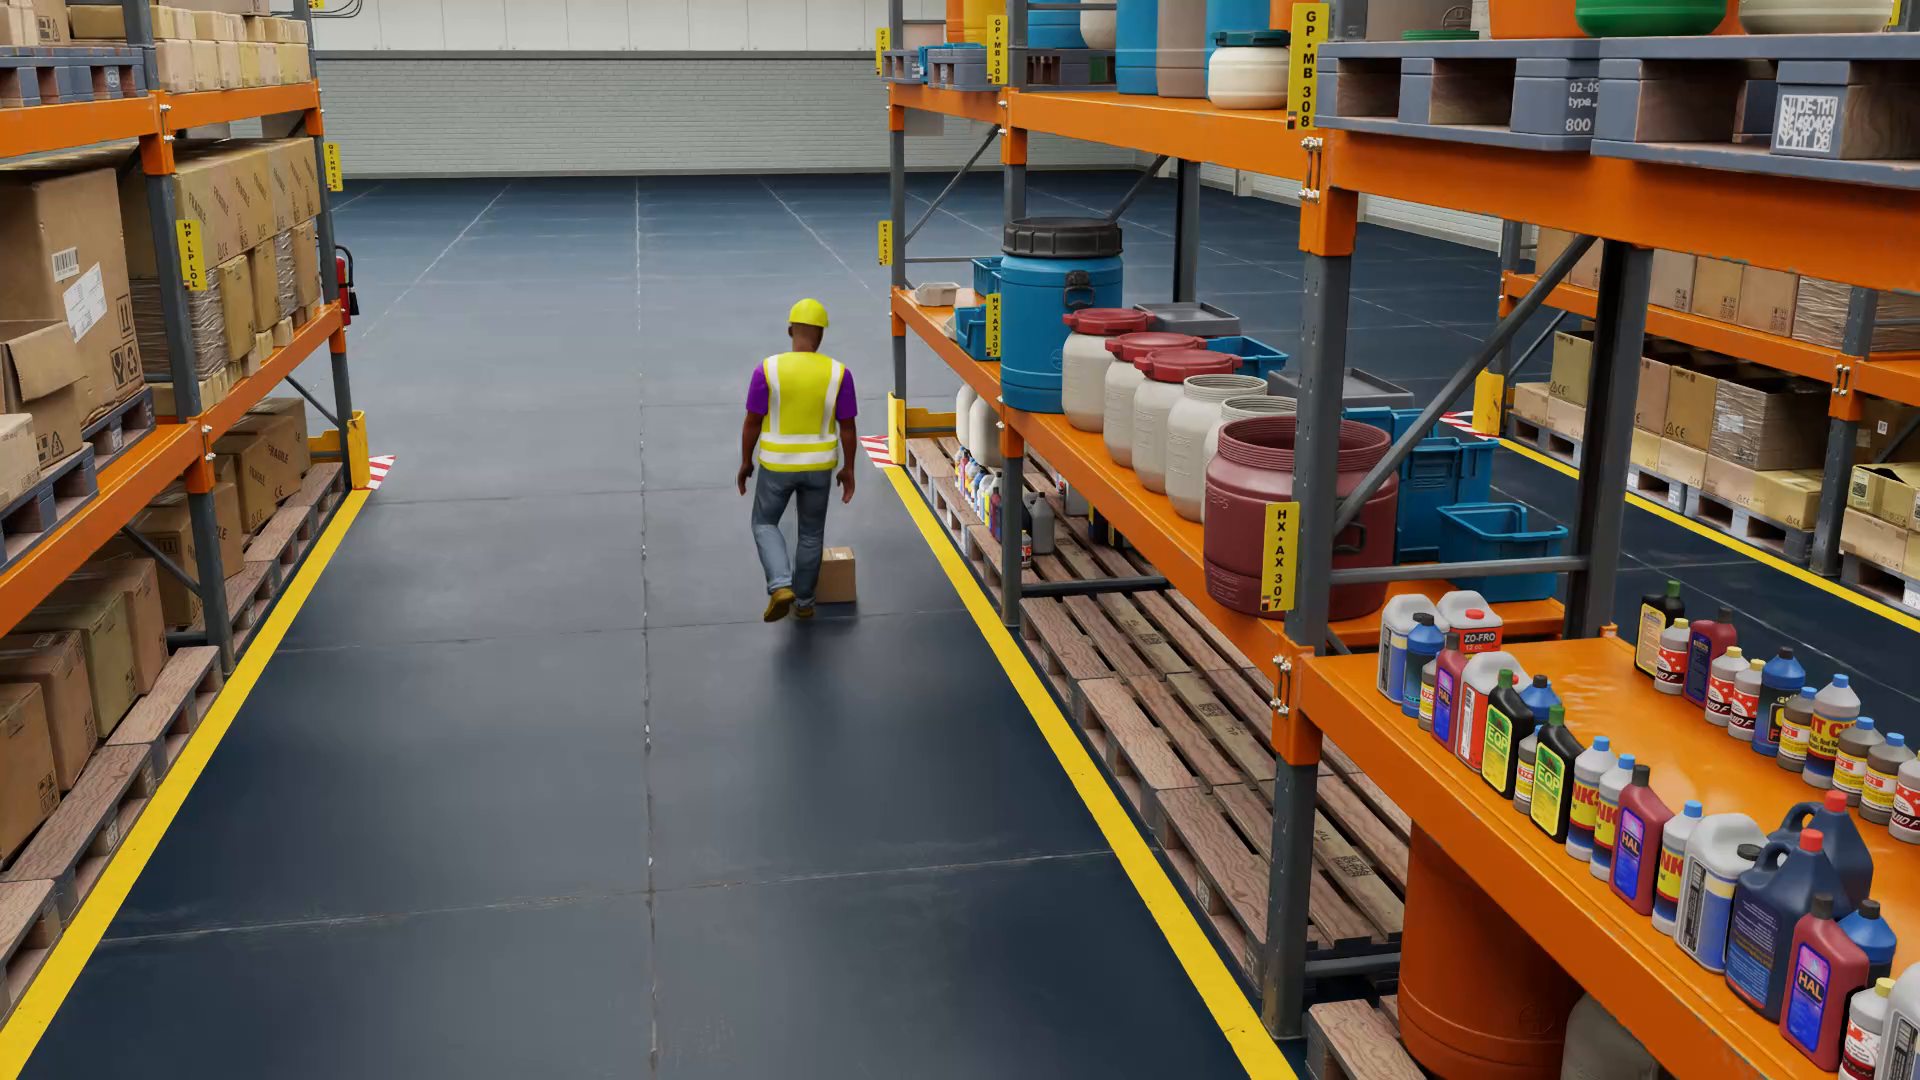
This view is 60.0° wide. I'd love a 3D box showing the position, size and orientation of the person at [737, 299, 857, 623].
[{"bbox_3d":[-0.874,-0.408,8.847,0.631,1.764,0.659,-3,17,-11],"label":"person"}]
